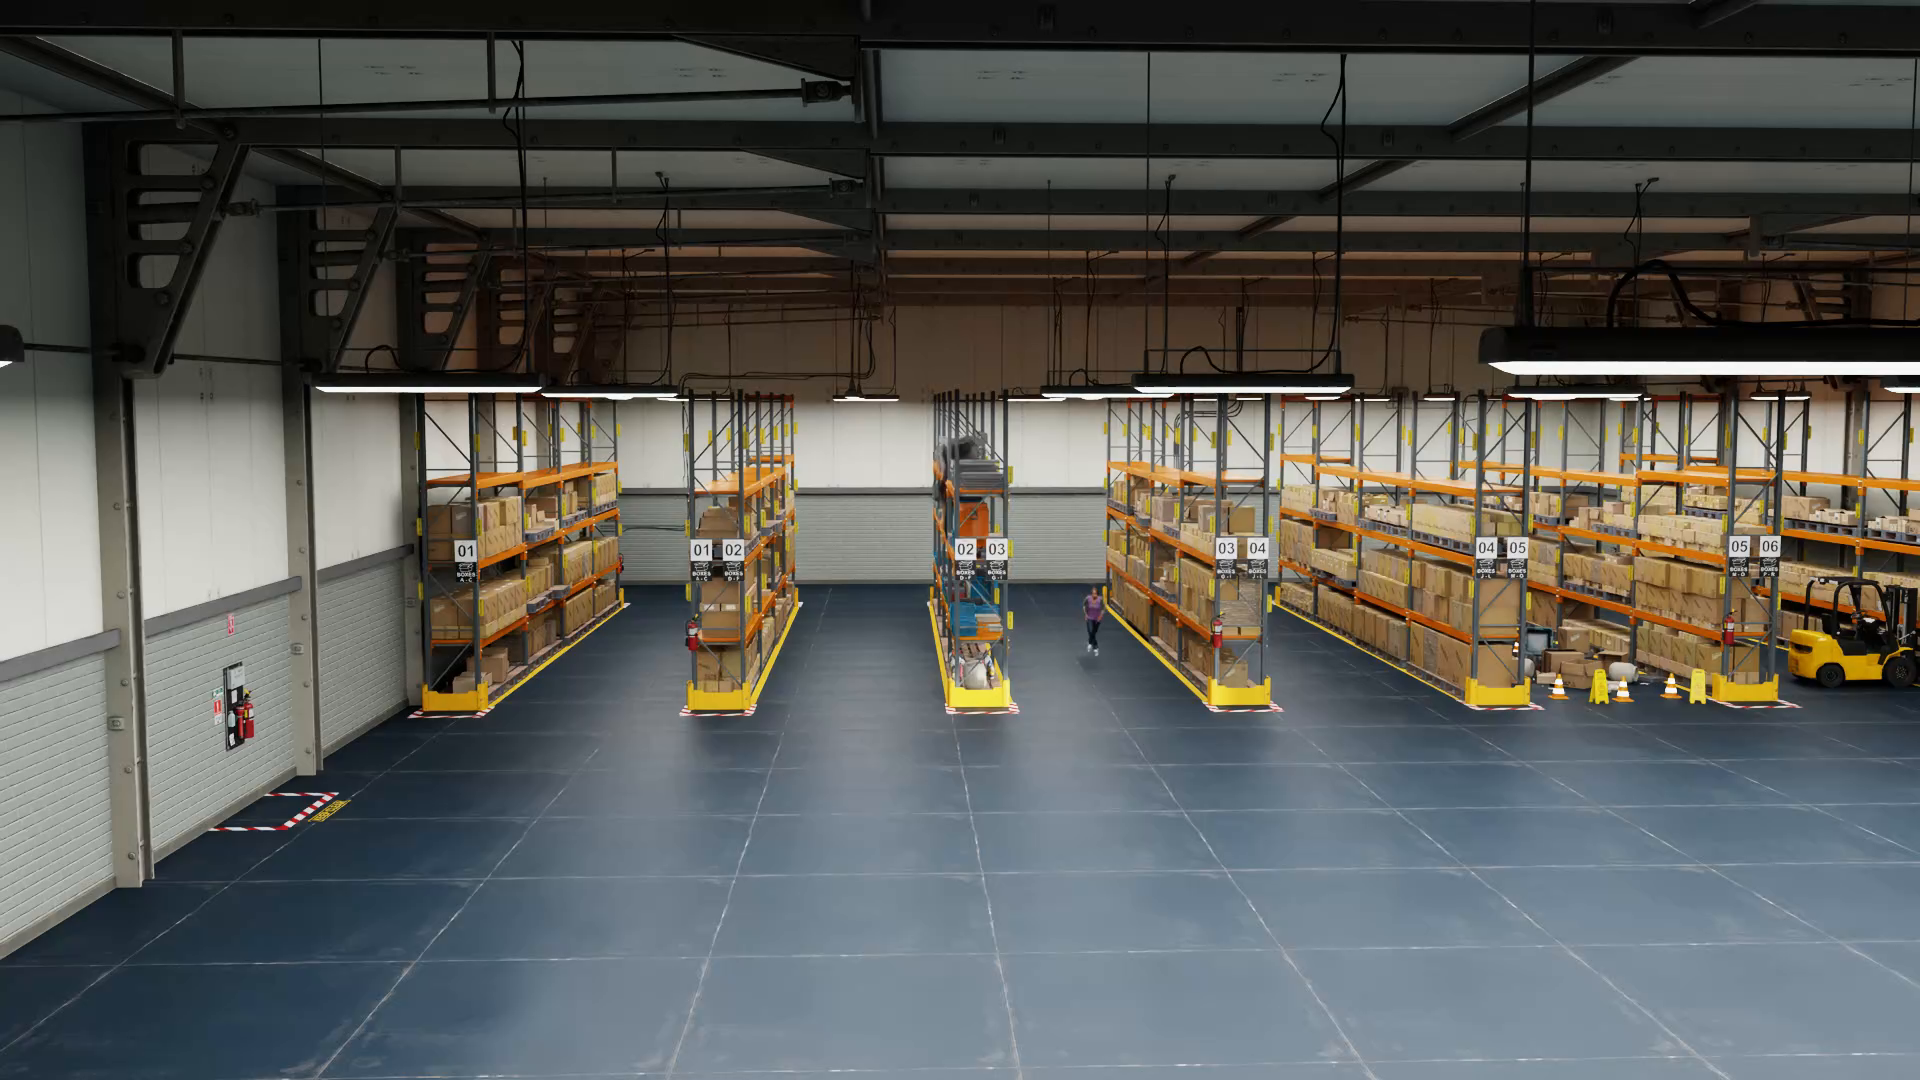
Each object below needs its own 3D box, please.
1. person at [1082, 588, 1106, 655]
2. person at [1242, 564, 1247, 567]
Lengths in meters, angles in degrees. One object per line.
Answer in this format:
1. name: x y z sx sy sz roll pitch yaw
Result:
1. person: 2.936 1.753 36.522 0.527 1.497 0.867 0 5 0
2. person: 7.712 1.108 46.286 0.567 1.717 0.686 -1 5 -9
